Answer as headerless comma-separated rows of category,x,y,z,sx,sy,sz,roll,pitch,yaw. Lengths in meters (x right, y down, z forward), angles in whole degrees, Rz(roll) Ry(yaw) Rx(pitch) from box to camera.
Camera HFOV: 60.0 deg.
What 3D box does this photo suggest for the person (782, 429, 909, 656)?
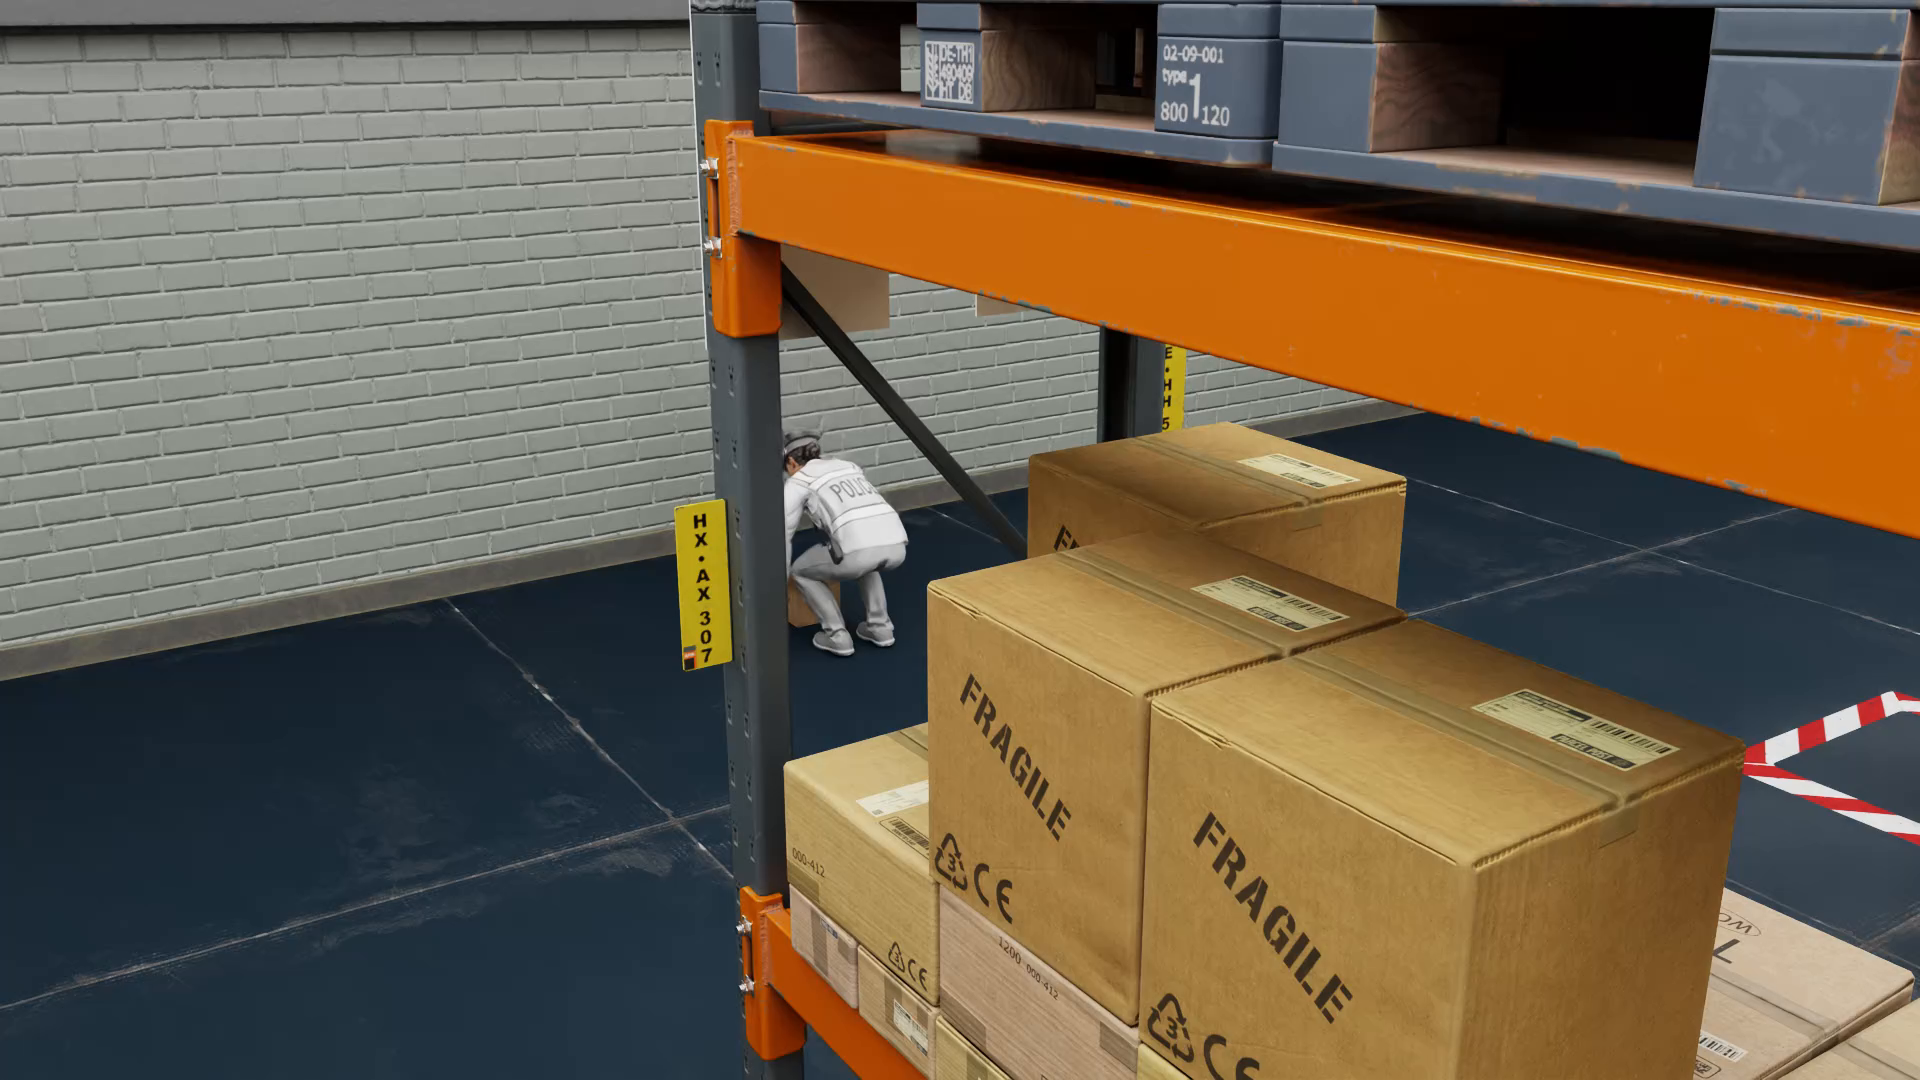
person,-0.612,0.004,8.070,0.500,1.028,0.837,-12,21,-32
